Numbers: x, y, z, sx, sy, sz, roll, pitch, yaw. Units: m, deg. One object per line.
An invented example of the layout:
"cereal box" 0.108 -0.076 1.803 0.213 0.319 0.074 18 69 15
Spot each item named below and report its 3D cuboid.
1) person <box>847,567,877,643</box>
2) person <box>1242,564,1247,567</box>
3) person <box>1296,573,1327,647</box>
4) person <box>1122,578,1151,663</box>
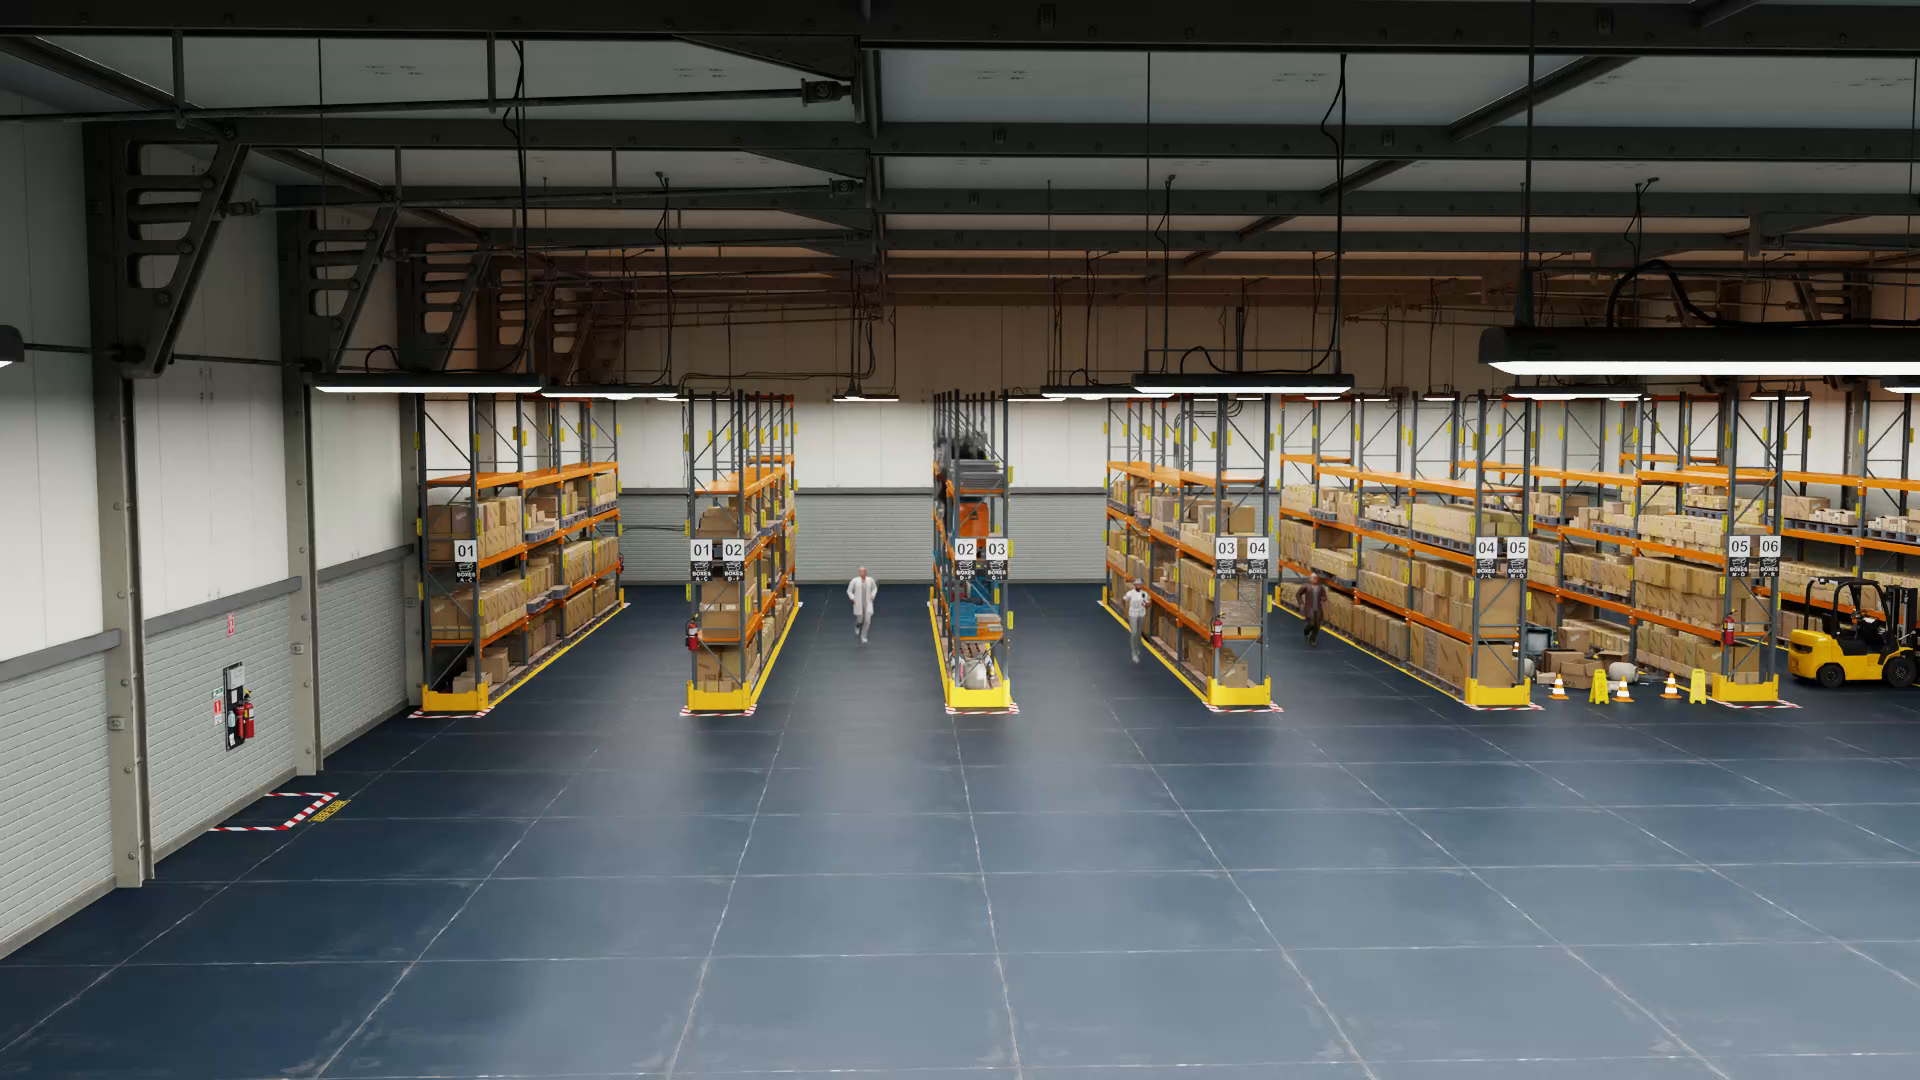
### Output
"person" -2.230 1.468 38.210 0.711 1.720 0.756 -1 5 -13
"person" 7.897 1.106 46.795 0.662 1.668 0.670 1 5 17
"person" 8.341 1.658 39.241 0.704 1.732 0.628 -1 5 -7
"person" 3.795 1.694 35.610 0.546 1.796 0.736 -1 5 -11
